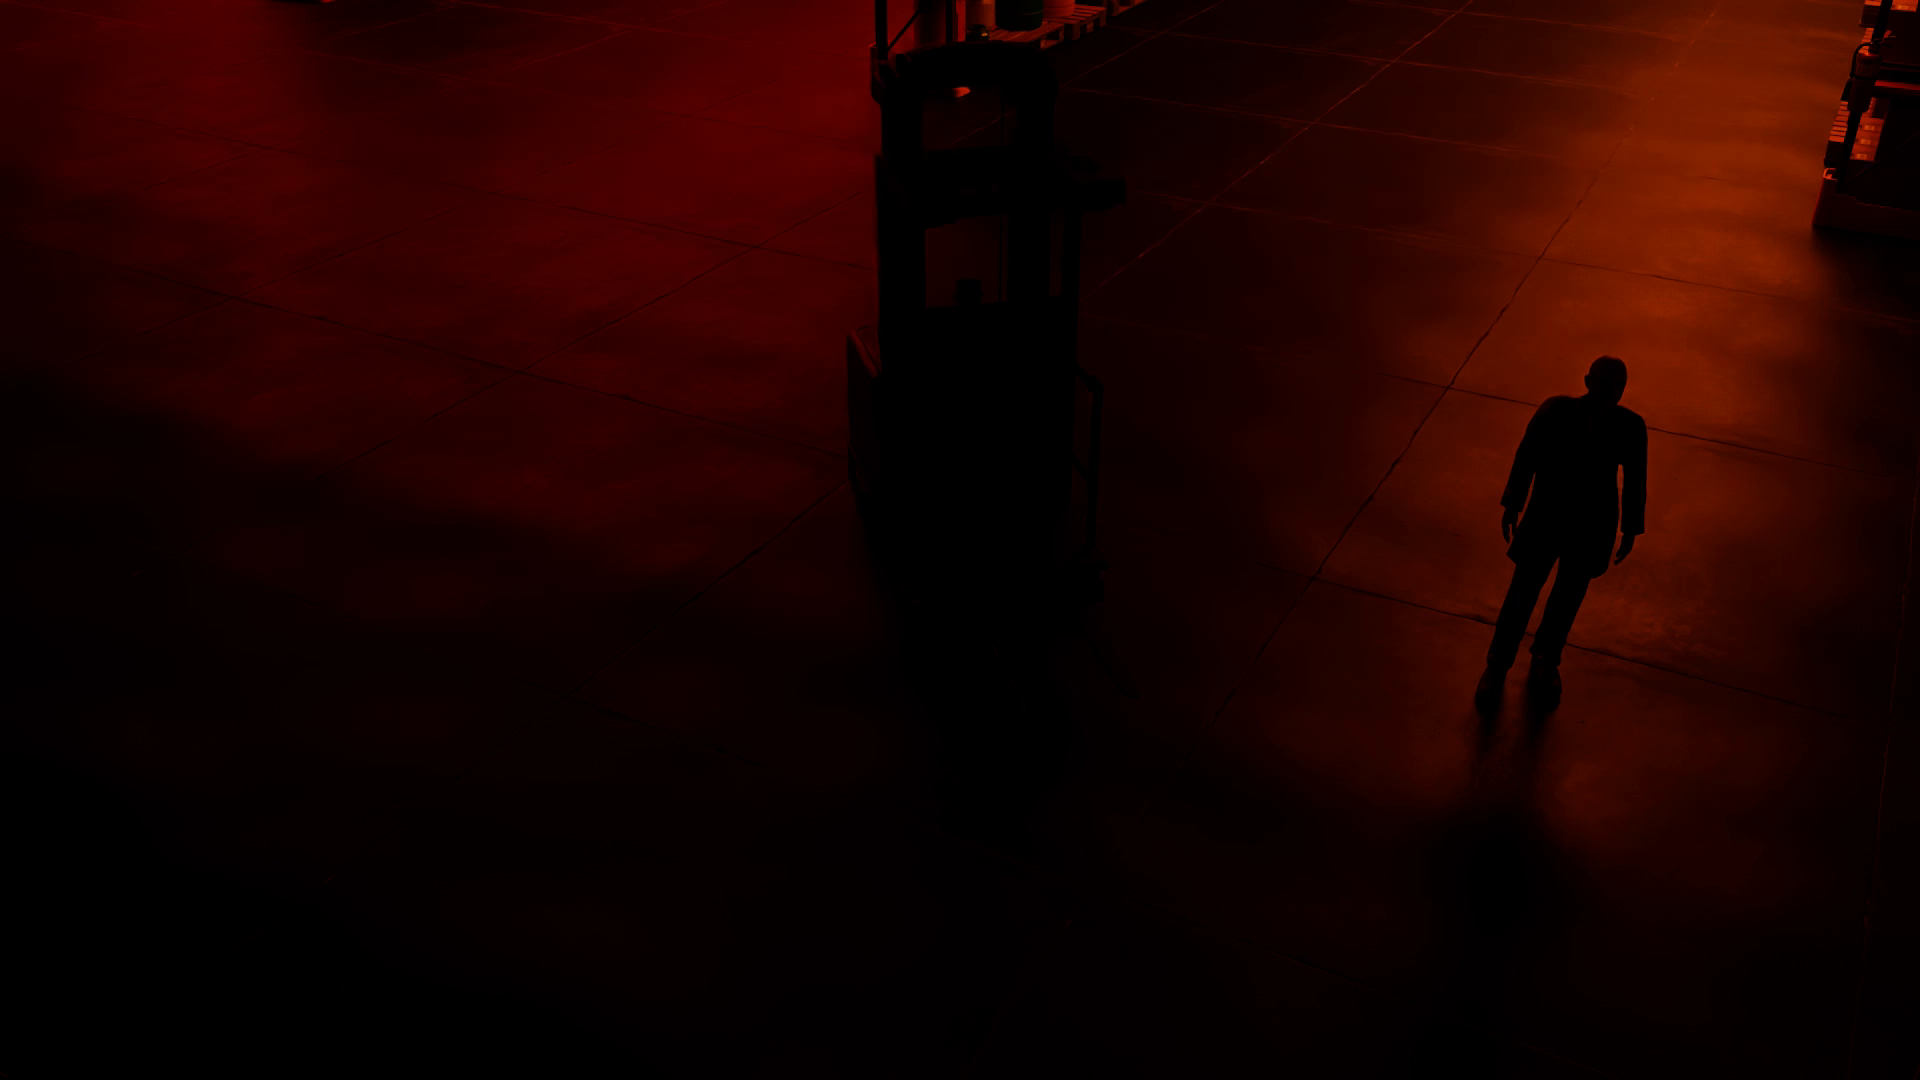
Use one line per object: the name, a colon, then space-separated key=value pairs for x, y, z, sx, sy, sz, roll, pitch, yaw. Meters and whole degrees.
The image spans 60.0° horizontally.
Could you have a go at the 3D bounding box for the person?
person: x=3.036 y=-0.035 z=8.271 sx=0.696 sy=1.775 sz=0.583 roll=8 pitch=31 yaw=13

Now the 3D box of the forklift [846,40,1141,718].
forklift: x=0.174 y=-0.992 z=8.789 sx=1.130 sy=2.935 sz=3.031 roll=-8 pitch=31 yaw=-13
